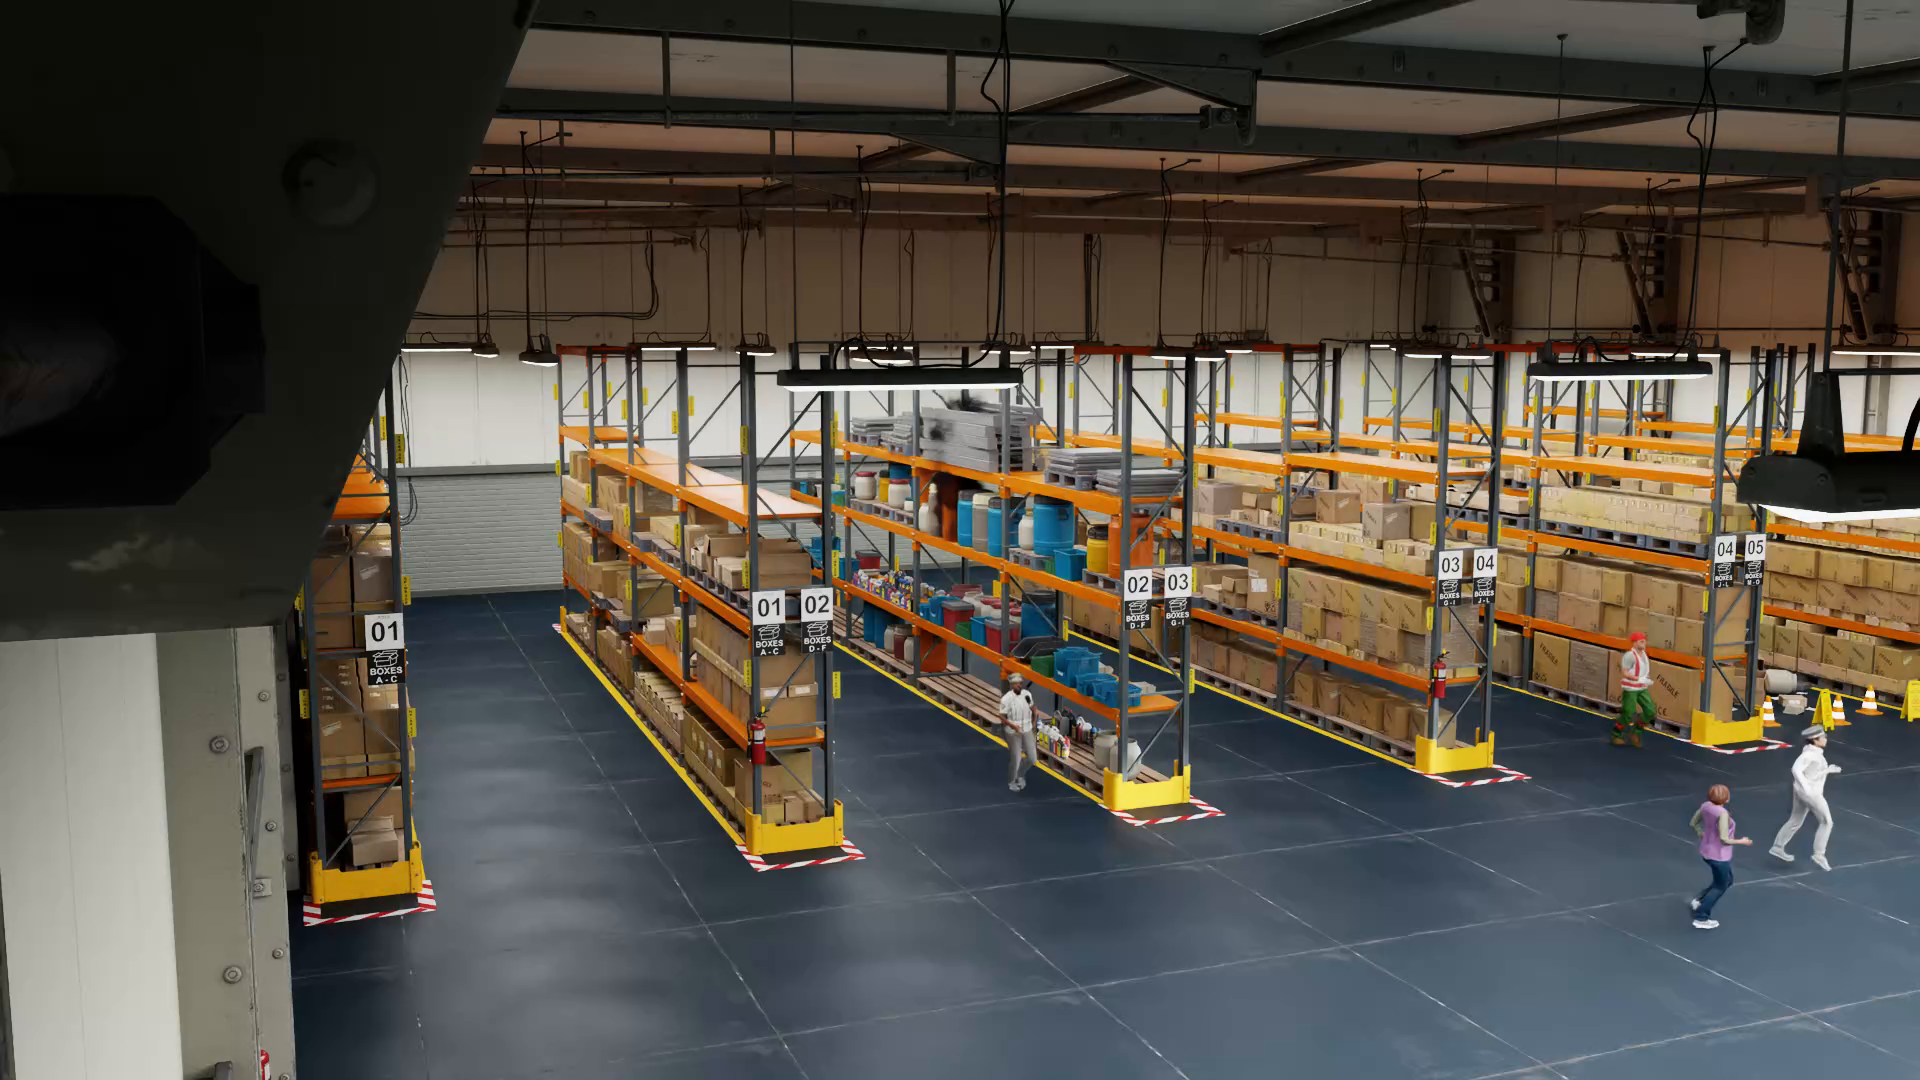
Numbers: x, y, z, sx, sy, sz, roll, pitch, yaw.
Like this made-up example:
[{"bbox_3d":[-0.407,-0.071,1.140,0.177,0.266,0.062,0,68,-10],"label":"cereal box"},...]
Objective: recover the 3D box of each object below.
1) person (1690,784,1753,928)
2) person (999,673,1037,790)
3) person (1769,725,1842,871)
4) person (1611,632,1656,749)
[{"bbox_3d":[8.037,3.331,17.558,0.548,1.558,0.518,0,7,0],"label":"person"},{"bbox_3d":[0.828,2.623,22.765,0.590,1.660,0.573,-3,8,-20],"label":"person"},{"bbox_3d":[9.989,3.025,19.617,0.736,1.761,0.575,1,7,11],"label":"person"},{"bbox_3d":[10.232,2.276,25.114,0.690,1.805,0.697,-4,8,-31],"label":"person"}]
